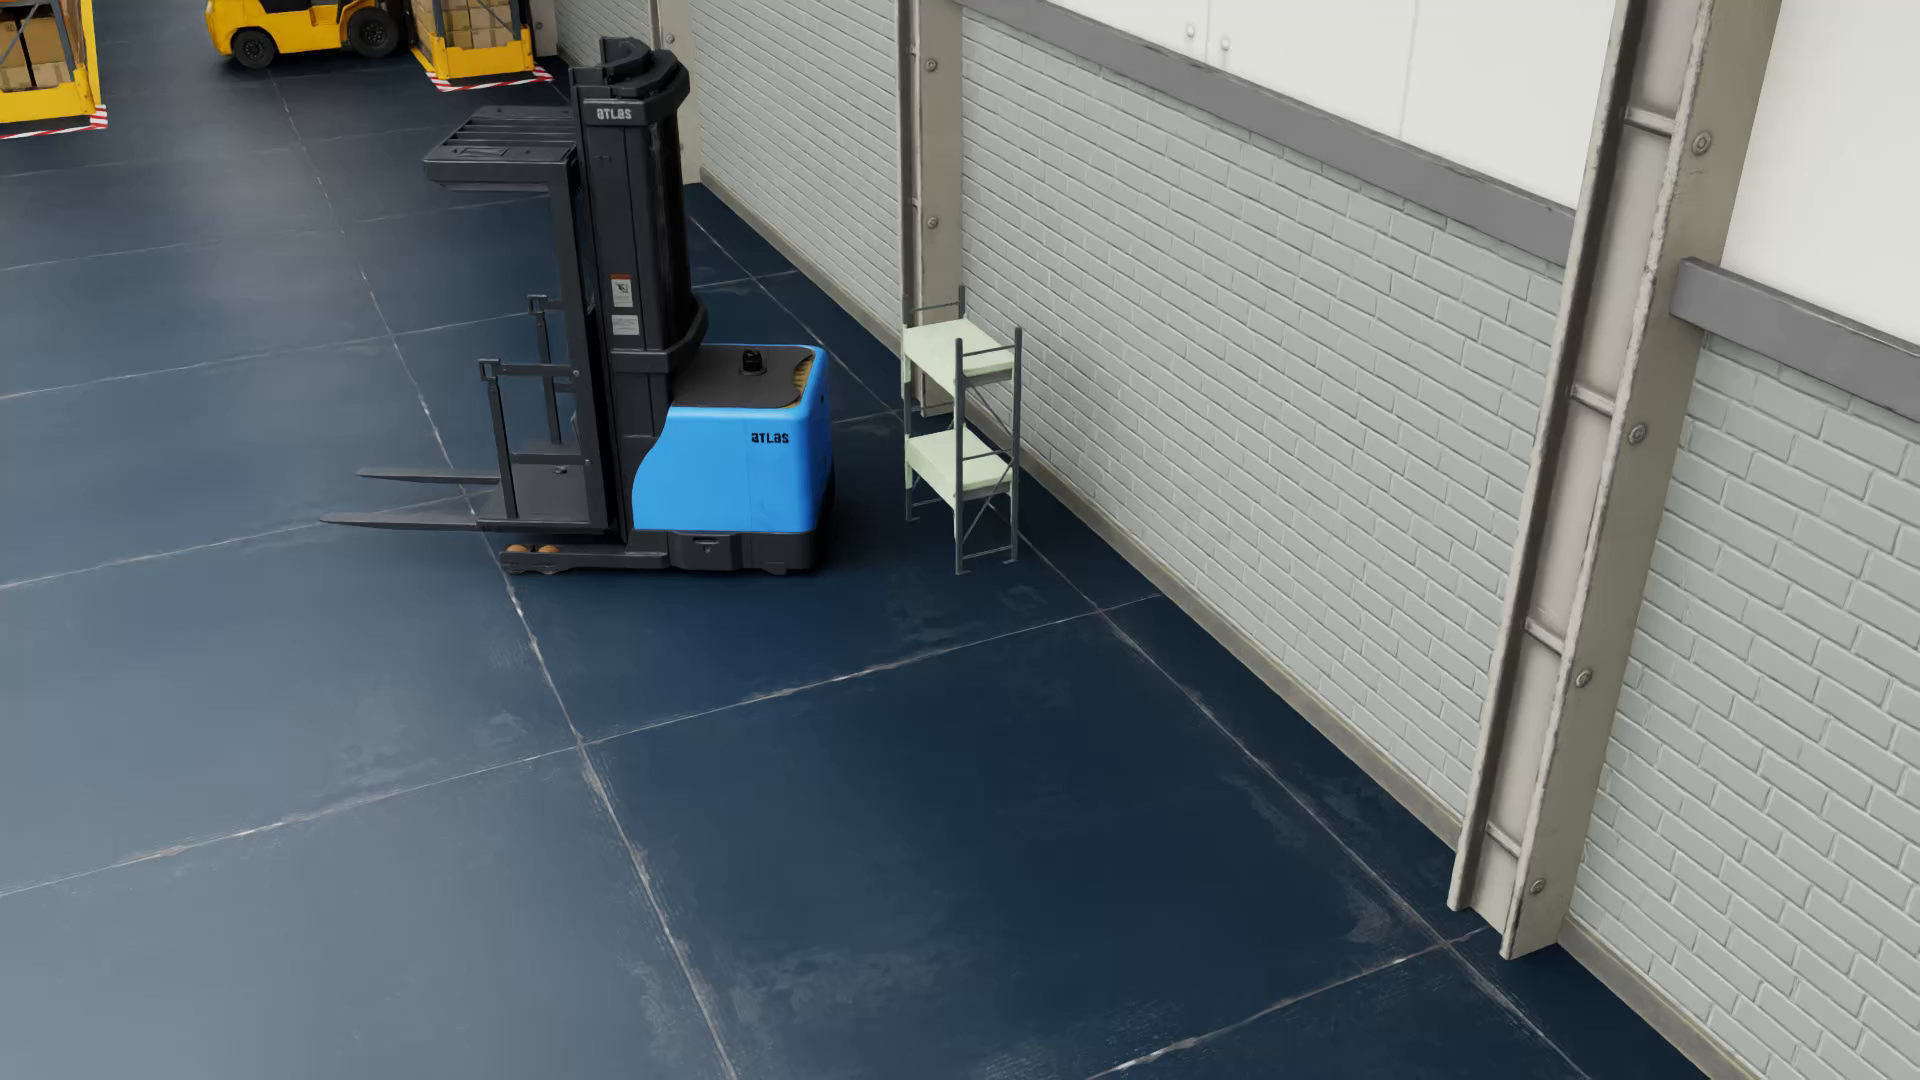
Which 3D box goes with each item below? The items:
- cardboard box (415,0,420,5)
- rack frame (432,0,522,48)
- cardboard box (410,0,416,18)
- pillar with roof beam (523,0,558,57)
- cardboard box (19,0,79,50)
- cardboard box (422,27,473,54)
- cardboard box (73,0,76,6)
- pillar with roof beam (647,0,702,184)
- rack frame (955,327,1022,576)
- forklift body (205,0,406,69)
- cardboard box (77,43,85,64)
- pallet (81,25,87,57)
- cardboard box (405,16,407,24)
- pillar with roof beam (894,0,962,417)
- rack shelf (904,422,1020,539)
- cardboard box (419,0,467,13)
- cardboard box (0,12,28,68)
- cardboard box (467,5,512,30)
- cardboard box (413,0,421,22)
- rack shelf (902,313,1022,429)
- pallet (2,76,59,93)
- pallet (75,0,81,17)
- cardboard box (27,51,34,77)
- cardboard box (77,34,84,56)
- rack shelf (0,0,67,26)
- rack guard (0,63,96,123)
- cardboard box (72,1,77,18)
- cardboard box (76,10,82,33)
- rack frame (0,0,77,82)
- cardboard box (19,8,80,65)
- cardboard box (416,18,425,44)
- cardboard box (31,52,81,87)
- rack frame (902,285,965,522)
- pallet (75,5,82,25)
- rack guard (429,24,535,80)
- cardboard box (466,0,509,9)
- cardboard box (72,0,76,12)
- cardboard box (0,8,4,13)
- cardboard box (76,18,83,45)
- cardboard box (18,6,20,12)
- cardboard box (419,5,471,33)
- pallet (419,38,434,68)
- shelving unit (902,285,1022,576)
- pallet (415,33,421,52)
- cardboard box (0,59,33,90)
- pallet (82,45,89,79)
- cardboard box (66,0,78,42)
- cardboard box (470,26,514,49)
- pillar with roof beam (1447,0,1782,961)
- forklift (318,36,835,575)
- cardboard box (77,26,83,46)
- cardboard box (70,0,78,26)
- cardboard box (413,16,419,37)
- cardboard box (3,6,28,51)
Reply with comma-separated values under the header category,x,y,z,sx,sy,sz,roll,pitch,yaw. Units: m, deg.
category,x,y,z,sx,sy,sz,roll,pitch,yaw
cardboard box,-6.574,-6.881,20.787,0.500,0.250,0.500,-12,32,-21
rack frame,-5.870,-7.099,19.816,1.000,3.000,0.127,-13,32,-22
cardboard box,-6.808,-6.898,21.328,0.500,0.250,0.500,-14,32,-23
pillar with roof beam,-9.243,-9.309,17.623,9.100,9.000,0.400,-13,32,-22
cardboard box,-10.688,-6.021,19.508,0.500,0.500,0.500,-14,32,-24
cardboard box,-6.357,-6.224,20.638,0.500,0.250,0.500,-13,32,-22
cardboard box,-12.608,-7.407,22.623,0.950,0.372,0.625,-11,31,-19
pillar with roof beam,-6.668,-6.658,12.896,9.100,9.000,0.400,-13,32,-22
rack frame,0.160,-0.490,9.562,0.400,1.500,0.023,-13,32,-22
forklift body,-8.332,-7.183,20.834,2.313,2.155,1.214,-13,32,-22
cardboard box,-10.661,-5.680,19.668,0.500,0.250,0.500,-12,31,-20
pallet,-11.749,-6.317,21.272,1.003,0.211,1.213,-13,32,-22
cardboard box,-7.012,-6.893,21.831,0.500,0.250,0.500,-12,31,-20
pillar with roof beam,-4.092,-4.008,8.169,9.100,9.000,0.400,-13,32,-22
rack shelf,0.003,-0.367,10.010,0.431,0.370,0.720,-13,32,-22
cardboard box,-6.350,-6.657,20.387,0.500,0.250,0.500,-12,31,-20
cardboard box,-10.931,-5.665,18.874,0.500,0.500,0.500,-13,32,-22
cardboard box,-5.885,-6.552,20.712,0.500,0.250,0.500,-12,32,-21
cardboard box,-6.567,-6.674,20.929,0.500,0.250,0.500,-13,32,-22
rack shelf,0.003,-0.992,9.660,0.431,0.370,0.720,-13,32,-22
pallet,-10.701,-5.239,19.349,1.003,0.211,1.213,-13,32,-22
pallet,-12.932,-7.489,23.363,1.003,0.211,1.213,-13,32,-22
cardboard box,-11.157,-5.570,19.471,0.500,0.250,0.500,-13,32,-22
cardboard box,-10.906,-5.919,20.093,0.500,0.250,0.500,-11,31,-19
rack shelf,-11.210,-6.625,19.706,1.077,0.370,4.000,-13,32,-22
rack guard,-10.384,-4.998,18.626,1.175,0.500,0.348,-13,32,-22
cardboard box,-11.353,-6.704,20.726,0.500,0.500,0.500,-12,32,-21
cardboard box,-11.572,-6.601,21.310,0.500,0.250,0.500,-12,31,-20
rack frame,-10.352,-6.055,17.954,1.000,3.000,0.127,-13,32,-22
cardboard box,-10.459,-5.791,19.098,0.500,0.500,0.500,-14,32,-24
cardboard box,-6.562,-6.446,21.033,0.500,0.250,0.500,-13,32,-22
cardboard box,-10.448,-5.453,19.263,0.500,0.250,0.500,-13,32,-22
rack frame,-0.154,-0.813,10.139,0.400,1.500,0.023,-13,32,-22
pallet,-12.405,-6.949,22.400,1.003,0.211,1.213,-13,32,-22
rack guard,-5.860,-5.998,20.408,1.175,0.500,0.348,-13,32,-22
cardboard box,-5.906,-6.771,20.591,0.500,0.250,0.500,-14,32,-23
cardboard box,-11.573,-6.928,21.126,0.500,0.500,0.500,-14,32,-23
cardboard box,-11.150,-6.096,18.980,0.380,0.149,0.250,-12,31,-21
cardboard box,-11.335,-6.368,20.894,0.500,0.250,0.500,-14,32,-23
cardboard box,-11.369,-6.119,19.684,0.500,0.500,0.500,-14,32,-23
cardboard box,-6.362,-6.450,20.530,0.500,0.250,0.500,-14,32,-23
pallet,-6.237,-6.212,21.085,1.003,0.211,1.213,-13,32,-22
shelving unit,0.003,-0.651,9.851,0.431,1.500,0.755,-13,32,-22
pallet,-6.756,-6.750,22.044,1.003,0.211,1.213,-13,32,-22
cardboard box,-10.952,-5.350,19.079,0.500,0.250,0.500,-13,32,-22
pallet,-11.221,-5.777,20.309,1.003,0.211,1.213,-13,32,-22
cardboard box,-10.895,-6.244,19.907,0.500,0.500,0.500,-12,32,-21
cardboard box,-5.905,-6.341,20.846,0.500,0.250,0.500,-13,32,-22
pillar with roof beam,-1.516,-1.357,3.443,9.100,9.000,0.400,-13,32,-22
forklift,-2.327,-1.332,9.602,3.031,2.935,1.130,1,29,2
cardboard box,-11.121,-6.142,20.492,0.500,0.250,0.500,-13,32,-21
cardboard box,-11.133,-6.479,20.325,0.500,0.500,0.500,-11,31,-19
cardboard box,-6.769,-6.669,21.430,0.500,0.250,0.500,-13,32,-21
cardboard box,-11.158,-5.895,19.284,0.500,0.500,0.500,-12,31,-20
